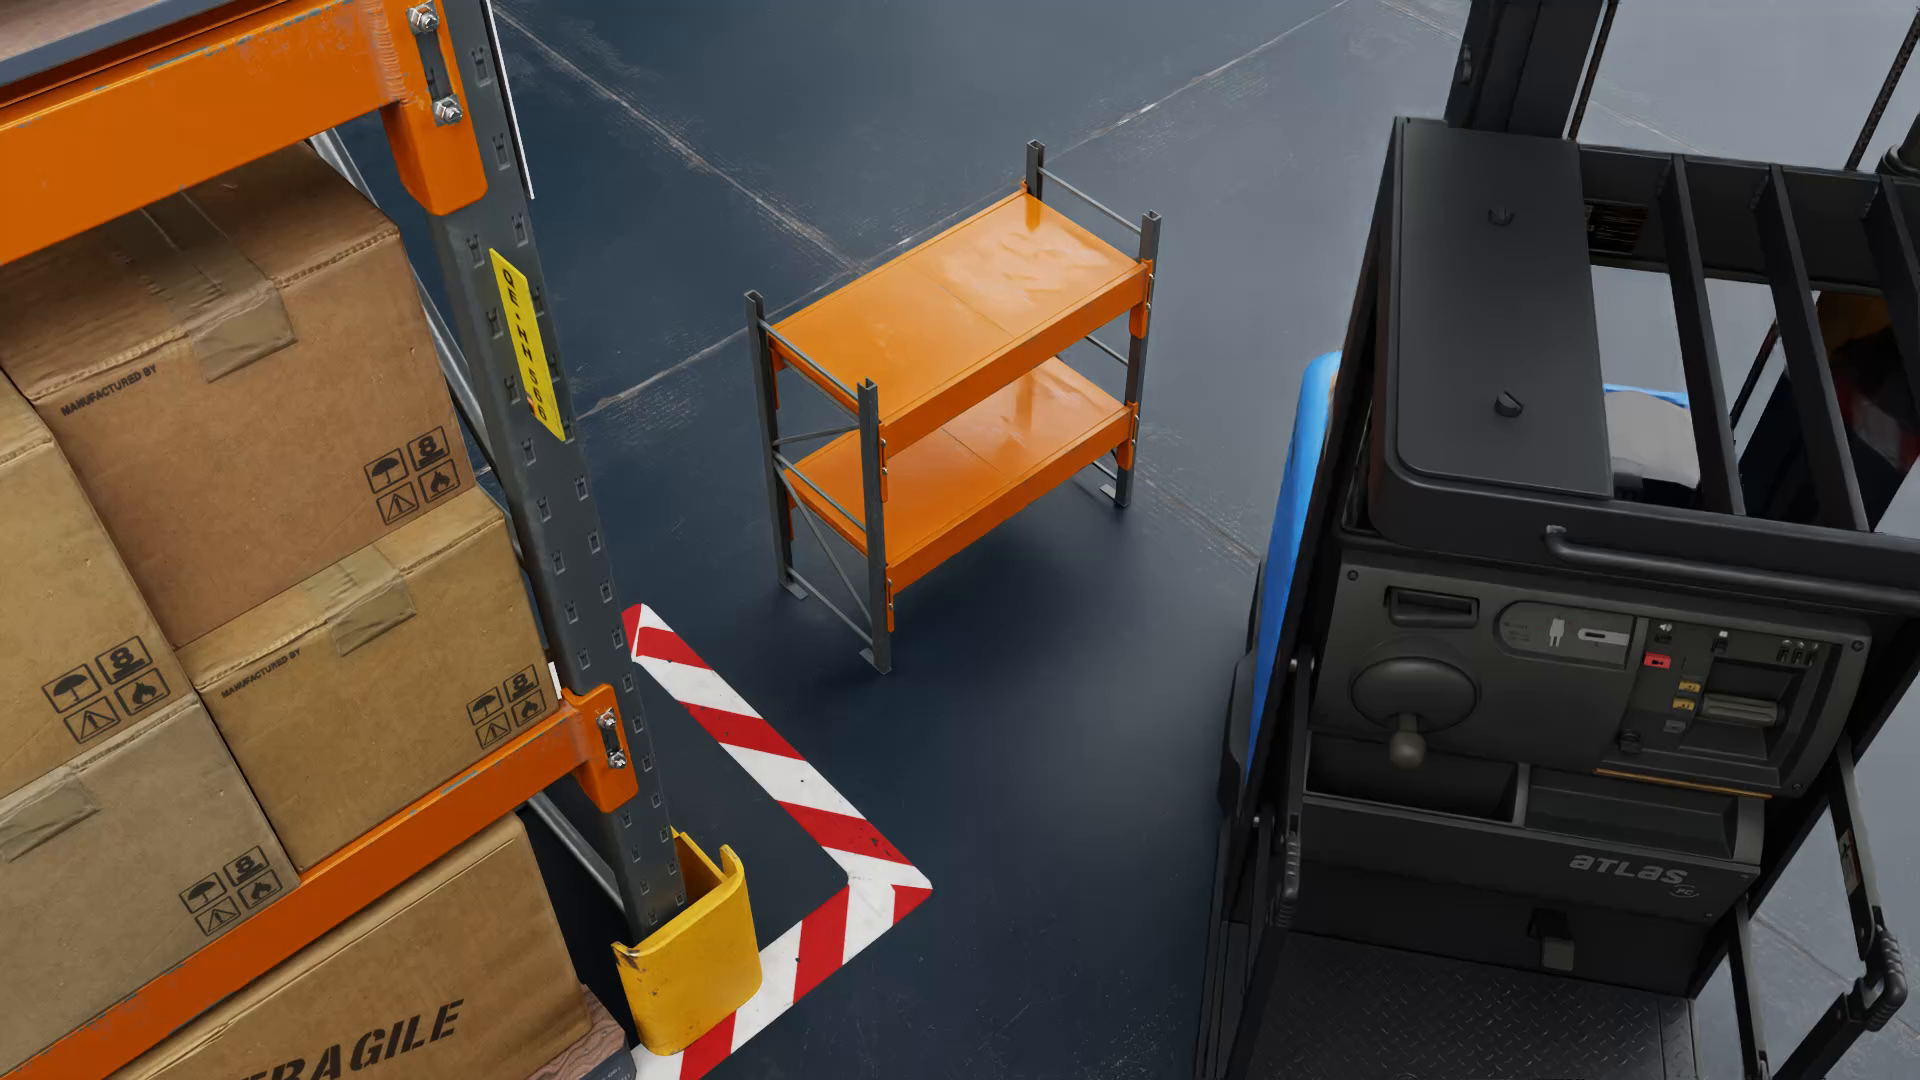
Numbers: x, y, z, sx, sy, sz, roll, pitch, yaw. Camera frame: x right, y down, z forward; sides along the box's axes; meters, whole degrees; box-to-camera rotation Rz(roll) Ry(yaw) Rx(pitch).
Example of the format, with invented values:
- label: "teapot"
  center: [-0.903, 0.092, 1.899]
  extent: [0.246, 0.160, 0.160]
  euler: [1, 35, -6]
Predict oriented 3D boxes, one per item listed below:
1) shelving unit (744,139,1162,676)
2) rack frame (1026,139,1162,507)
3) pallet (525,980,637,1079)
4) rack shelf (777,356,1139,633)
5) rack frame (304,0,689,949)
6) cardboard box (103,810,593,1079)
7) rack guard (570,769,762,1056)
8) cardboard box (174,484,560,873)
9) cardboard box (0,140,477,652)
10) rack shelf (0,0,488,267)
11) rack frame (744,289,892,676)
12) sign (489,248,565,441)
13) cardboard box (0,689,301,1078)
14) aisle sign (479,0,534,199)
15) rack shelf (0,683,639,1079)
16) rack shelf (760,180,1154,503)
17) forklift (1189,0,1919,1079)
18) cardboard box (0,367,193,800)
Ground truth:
- label: "shelving unit"
  center: [-0.005, -0.378, 4.834]
  extent: [1.048, 1.125, 0.538]
  euler: [-34, 56, -27]
- label: "rack frame"
  center: [0.371, -0.629, 5.065]
  extent: [0.032, 1.125, 0.500]
  euler: [-34, 56, -27]
- label: "pallet"
  center: [-1.552, 1.262, 3.942]
  extent: [1.213, 0.211, 1.003]
  euler: [-34, 56, -27]
- label: "rack shelf"
  center: [-0.005, -0.212, 5.013]
  extent: [1.000, 0.278, 0.538]
  euler: [-34, 56, -27]
- label: "rack frame"
  center: [-1.013, -0.121, 3.321]
  extent: [0.127, 3.000, 1.000]
  euler: [-34, 56, -27]
- label: "cardboard box"
  center: [-1.470, 0.828, 3.605]
  extent: [0.875, 0.875, 0.875]
  euler: [-33, 56, -27]
- label: "rack guard"
  center: [-0.995, 0.715, 4.250]
  extent: [0.348, 0.500, 1.175]
  euler: [-34, 56, -27]
- label: "cardboard box"
  center: [-1.257, 0.036, 3.074]
  extent: [0.550, 0.550, 0.875]
  euler: [-34, 56, -27]
- label: "cardboard box"
  center: [-1.313, -0.376, 2.719]
  extent: [0.550, 0.550, 0.875]
  euler: [-34, 56, -27]
- label: "rack shelf"
  center: [-2.492, 0.095, 1.570]
  extent: [4.000, 0.370, 1.077]
  euler: [-34, 56, -27]
- label: "rack frame"
  center: [-0.381, -0.127, 4.602]
  extent: [0.032, 1.125, 0.500]
  euler: [-34, 56, -27]
- label: "sign"
  center: [-0.658, -0.292, 2.530]
  extent: [0.005, 0.325, 0.100]
  euler: [-34, 56, -27]
- label: "cardboard box"
  center: [-1.649, 0.320, 2.812]
  extent: [0.550, 0.550, 0.875]
  euler: [-34, 56, -27]
- label: "aisle sign"
  center: [-0.758, -0.875, 2.247]
  extent: [0.004, 0.787, 0.394]
  euler: [-34, 56, -27]
- label: "rack shelf"
  center: [-2.492, 1.112, 2.673]
  extent: [4.000, 0.370, 1.077]
  euler: [-34, 56, -27]
- label: "rack shelf"
  center: [-0.005, -0.577, 4.618]
  extent: [1.000, 0.278, 0.538]
  euler: [-34, 56, -27]
- label: "forklift"
  center: [1.111, 0.368, 2.916]
  extent: [1.130, 2.935, 3.031]
  euler: [8, 48, 7]
- label: "cardboard box"
  center: [-1.658, -0.054, 2.422]
  extent: [0.550, 0.550, 0.875]
  euler: [-34, 56, -27]
